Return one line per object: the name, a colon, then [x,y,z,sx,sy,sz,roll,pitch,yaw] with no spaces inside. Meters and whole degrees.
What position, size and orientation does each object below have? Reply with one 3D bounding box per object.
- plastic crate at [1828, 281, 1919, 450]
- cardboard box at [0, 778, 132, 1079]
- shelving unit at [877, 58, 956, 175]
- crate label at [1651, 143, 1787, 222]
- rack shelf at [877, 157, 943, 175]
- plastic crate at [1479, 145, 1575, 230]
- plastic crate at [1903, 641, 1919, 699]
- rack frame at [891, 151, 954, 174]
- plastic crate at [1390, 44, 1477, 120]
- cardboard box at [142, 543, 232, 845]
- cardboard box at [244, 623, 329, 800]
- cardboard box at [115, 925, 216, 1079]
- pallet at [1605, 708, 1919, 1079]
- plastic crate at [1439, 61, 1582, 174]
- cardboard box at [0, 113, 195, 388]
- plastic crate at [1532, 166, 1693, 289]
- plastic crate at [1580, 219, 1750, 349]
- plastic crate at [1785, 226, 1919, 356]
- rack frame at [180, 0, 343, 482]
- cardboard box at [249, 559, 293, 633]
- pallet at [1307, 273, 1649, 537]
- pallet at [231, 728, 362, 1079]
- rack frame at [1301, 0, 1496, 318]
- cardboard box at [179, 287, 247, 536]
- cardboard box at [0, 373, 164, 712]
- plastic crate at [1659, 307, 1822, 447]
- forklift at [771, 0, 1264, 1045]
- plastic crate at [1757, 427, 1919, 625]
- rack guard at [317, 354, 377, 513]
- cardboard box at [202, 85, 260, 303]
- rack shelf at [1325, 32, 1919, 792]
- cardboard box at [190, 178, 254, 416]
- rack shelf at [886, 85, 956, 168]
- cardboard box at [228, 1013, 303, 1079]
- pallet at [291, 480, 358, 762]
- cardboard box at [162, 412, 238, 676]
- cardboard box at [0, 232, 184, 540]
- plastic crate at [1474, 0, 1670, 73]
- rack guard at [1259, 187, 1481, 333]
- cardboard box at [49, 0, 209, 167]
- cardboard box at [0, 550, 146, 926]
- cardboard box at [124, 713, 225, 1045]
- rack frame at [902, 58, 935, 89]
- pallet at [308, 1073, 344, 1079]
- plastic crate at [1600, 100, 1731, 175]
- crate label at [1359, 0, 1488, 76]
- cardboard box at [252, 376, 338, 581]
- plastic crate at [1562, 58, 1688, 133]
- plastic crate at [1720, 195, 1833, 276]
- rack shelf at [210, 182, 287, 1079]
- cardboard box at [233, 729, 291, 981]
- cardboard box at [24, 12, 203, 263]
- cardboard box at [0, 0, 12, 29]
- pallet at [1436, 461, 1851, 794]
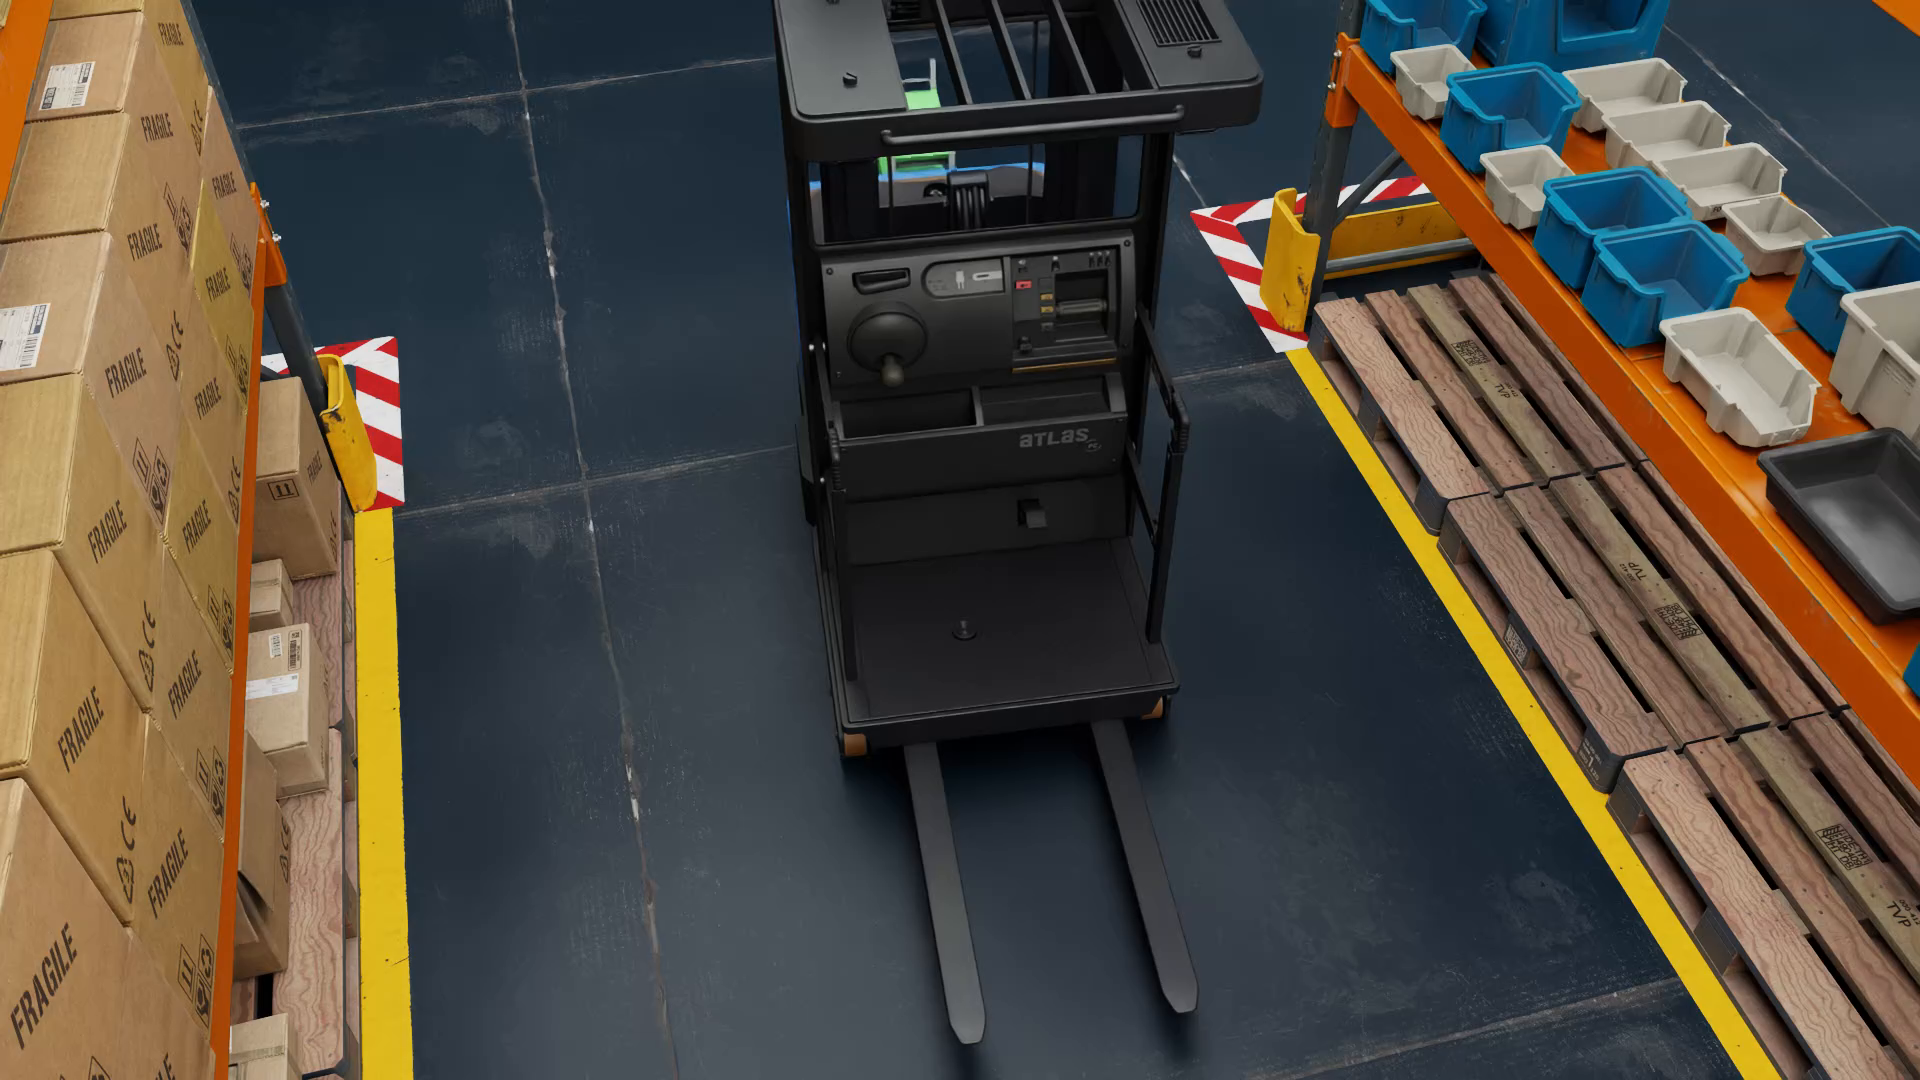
plastic crate: [2.740,-0.444,4.626,0.437,0.282,0.530,-11,47,-10]
cardboard box: [-1.685,0.765,2.630,0.500,0.500,0.500,-10,46,-9]
shelving unit: [-0.178,-1.241,6.624,0.258,1.200,0.503,-6,46,-6]
crate label: [2.467,-1.146,5.416,0.396,0.136,0.243,-11,47,-10]
rack shelf: [-0.178,-1.365,6.499,0.258,0.148,0.480,-6,46,-6]
plastic crate: [1.849,-1.131,5.401,0.250,0.136,0.298,-11,47,-10]
plastic crate: [2.503,0.348,3.778,0.392,0.384,0.575,-11,47,-10]
rack frame: [-0.140,-1.070,6.454,0.240,1.200,0.015,-6,46,-6]
plastic crate: [1.676,-1.599,5.860,0.250,0.136,0.298,-11,47,-10]
cardboard box: [-1.964,0.391,3.696,0.500,0.500,0.500,-11,47,-11]
cardboard box: [-2.269,0.565,5.213,0.500,0.250,0.500,-11,47,-10]
cardboard box: [-1.704,1.090,3.012,0.500,0.500,0.500,-10,46,-9]
pallet: [2.727,1.099,5.025,1.003,0.211,1.213,-11,47,-10]
plastic crate: [1.842,-1.415,5.612,0.416,0.233,0.300,-11,47,-10]
cardboard box: [-2.214,-0.657,4.024,0.500,0.500,0.500,-10,46,-9]
plastic crate: [2.011,-0.961,5.166,0.416,0.233,0.300,-11,47,-10]
plastic crate: [2.087,-0.754,4.963,0.416,0.233,0.300,-11,47,-10]
plastic crate: [2.702,-0.729,4.940,0.416,0.233,0.300,-11,47,-10]
rack frame: [-2.861,-1.235,5.360,1.000,3.000,0.127,-11,47,-10]
cardboard box: [-2.467,0.229,5.601,0.380,0.166,0.250,-11,47,-10]
pallet: [2.102,-0.586,6.676,1.003,0.211,1.213,-11,47,-10]
pallet: [-2.327,1.185,4.941,1.003,0.211,1.213,-11,47,-10]
rack frame: [1.929,-2.138,6.245,1.000,3.000,0.127,-11,47,-10]
cardboard box: [-2.224,-0.307,4.381,0.500,0.500,0.500,-10,46,-10]
cardboard box: [-1.949,0.054,3.327,0.500,0.500,0.500,-12,47,-11]
plastic crate: [2.216,-0.452,4.736,0.293,0.136,0.466,-11,47,-10]
forklift: [0.097,-0.586,4.772,1.130,2.935,3.031,-6,46,-6]
plastic crate: [2.406,-0.025,4.325,0.437,0.125,0.590,-11,47,-10]
rack guard: [-2.841,-0.308,6.201,1.175,0.500,0.348,-11,47,-10]
cardboard box: [-2.483,-1.010,5.070,0.500,0.500,0.500,-9,46,-9]
rack shelf: [2.441,-0.505,5.149,1.077,0.370,4.000,-11,47,-10]
cardboard box: [-2.347,-0.653,4.720,0.500,0.500,0.500,-10,46,-10]
rack shelf: [-0.178,-1.534,6.328,0.258,0.148,0.480,-6,46,-6]
cardboard box: [-1.966,1.440,4.415,0.380,0.166,0.250,-11,47,-10]
pallet: [-2.636,0.344,5.765,1.003,0.211,1.213,-11,47,-10]
cardboard box: [-2.095,0.040,4.040,0.500,0.500,0.500,-11,47,-11]
cardboard box: [-2.082,-0.303,3.676,0.500,0.500,0.500,-9,46,-9]
plastic crate: [2.195,-1.974,6.018,0.616,0.435,0.499,-11,47,-10]
rack guard: [1.910,-1.277,7.152,1.175,0.500,0.348,-11,47,-10]
cardboard box: [-2.481,-1.363,4.715,0.500,0.500,0.500,-11,47,-11]
cardboard box: [-1.818,0.409,2.979,0.500,0.500,0.500,-12,47,-12]
cardboard box: [-1.838,0.737,3.357,0.500,0.500,0.500,-10,46,-10]
rack frame: [-0.215,-1.412,6.793,0.240,1.200,0.015,-6,46,-6]
pallet: [-2.012,2.028,4.114,1.003,0.211,1.213,-11,47,-10]
plastic crate: [2.373,-1.334,5.600,0.396,0.136,0.243,-11,47,-10]
crate label: [1.673,-1.870,6.057,0.416,0.233,0.303,-11,47,-10]
cardboard box: [-2.483,-0.184,5.772,0.500,0.500,0.500,-11,47,-10]
plastic crate: [2.312,-1.537,5.798,0.396,0.136,0.243,-11,47,-10]
plastic crate: [2.561,-0.945,5.219,0.298,0.136,0.250,-11,47,-10]
rack shelf: [-2.349,0.398,4.264,1.077,0.370,4.000,-11,47,-10]
cardboard box: [-2.323,0.950,4.658,0.797,0.503,0.637,-11,47,-10]
cardboard box: [-2.351,-1.014,4.374,0.500,0.500,0.500,-10,46,-9]
cardboard box: [-2.216,-1.236,3.366,0.500,0.250,0.500,-11,47,-10]
pallet: [2.411,0.255,5.852,1.003,0.211,1.213,-11,47,-10]
